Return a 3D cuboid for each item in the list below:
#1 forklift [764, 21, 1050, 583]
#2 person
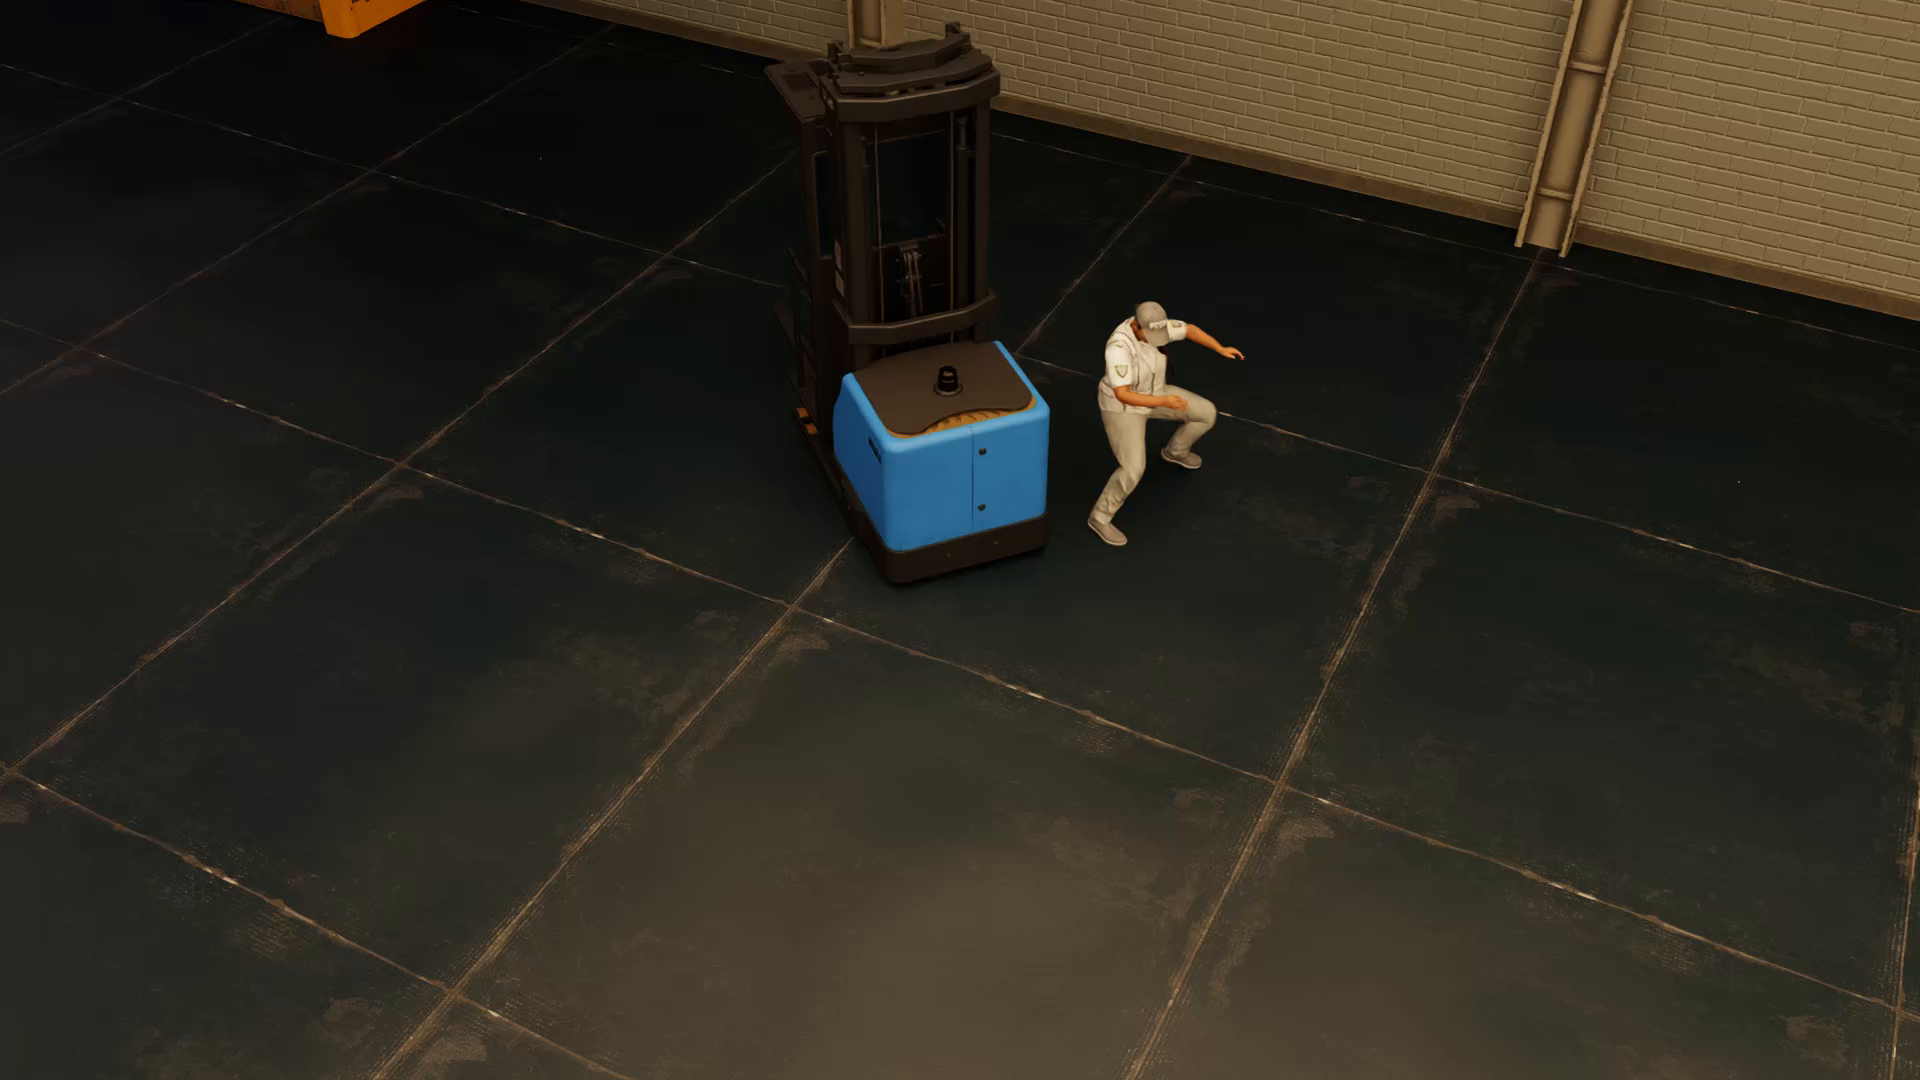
[{"bbox_3d":[-0.479,-1.819,10.147,1.130,2.935,3.031,-14,42,-16],"label":"forklift"},{"bbox_3d":[1.185,-0.815,10.121,1.016,1.425,0.727,-28,48,-29],"label":"person"}]
